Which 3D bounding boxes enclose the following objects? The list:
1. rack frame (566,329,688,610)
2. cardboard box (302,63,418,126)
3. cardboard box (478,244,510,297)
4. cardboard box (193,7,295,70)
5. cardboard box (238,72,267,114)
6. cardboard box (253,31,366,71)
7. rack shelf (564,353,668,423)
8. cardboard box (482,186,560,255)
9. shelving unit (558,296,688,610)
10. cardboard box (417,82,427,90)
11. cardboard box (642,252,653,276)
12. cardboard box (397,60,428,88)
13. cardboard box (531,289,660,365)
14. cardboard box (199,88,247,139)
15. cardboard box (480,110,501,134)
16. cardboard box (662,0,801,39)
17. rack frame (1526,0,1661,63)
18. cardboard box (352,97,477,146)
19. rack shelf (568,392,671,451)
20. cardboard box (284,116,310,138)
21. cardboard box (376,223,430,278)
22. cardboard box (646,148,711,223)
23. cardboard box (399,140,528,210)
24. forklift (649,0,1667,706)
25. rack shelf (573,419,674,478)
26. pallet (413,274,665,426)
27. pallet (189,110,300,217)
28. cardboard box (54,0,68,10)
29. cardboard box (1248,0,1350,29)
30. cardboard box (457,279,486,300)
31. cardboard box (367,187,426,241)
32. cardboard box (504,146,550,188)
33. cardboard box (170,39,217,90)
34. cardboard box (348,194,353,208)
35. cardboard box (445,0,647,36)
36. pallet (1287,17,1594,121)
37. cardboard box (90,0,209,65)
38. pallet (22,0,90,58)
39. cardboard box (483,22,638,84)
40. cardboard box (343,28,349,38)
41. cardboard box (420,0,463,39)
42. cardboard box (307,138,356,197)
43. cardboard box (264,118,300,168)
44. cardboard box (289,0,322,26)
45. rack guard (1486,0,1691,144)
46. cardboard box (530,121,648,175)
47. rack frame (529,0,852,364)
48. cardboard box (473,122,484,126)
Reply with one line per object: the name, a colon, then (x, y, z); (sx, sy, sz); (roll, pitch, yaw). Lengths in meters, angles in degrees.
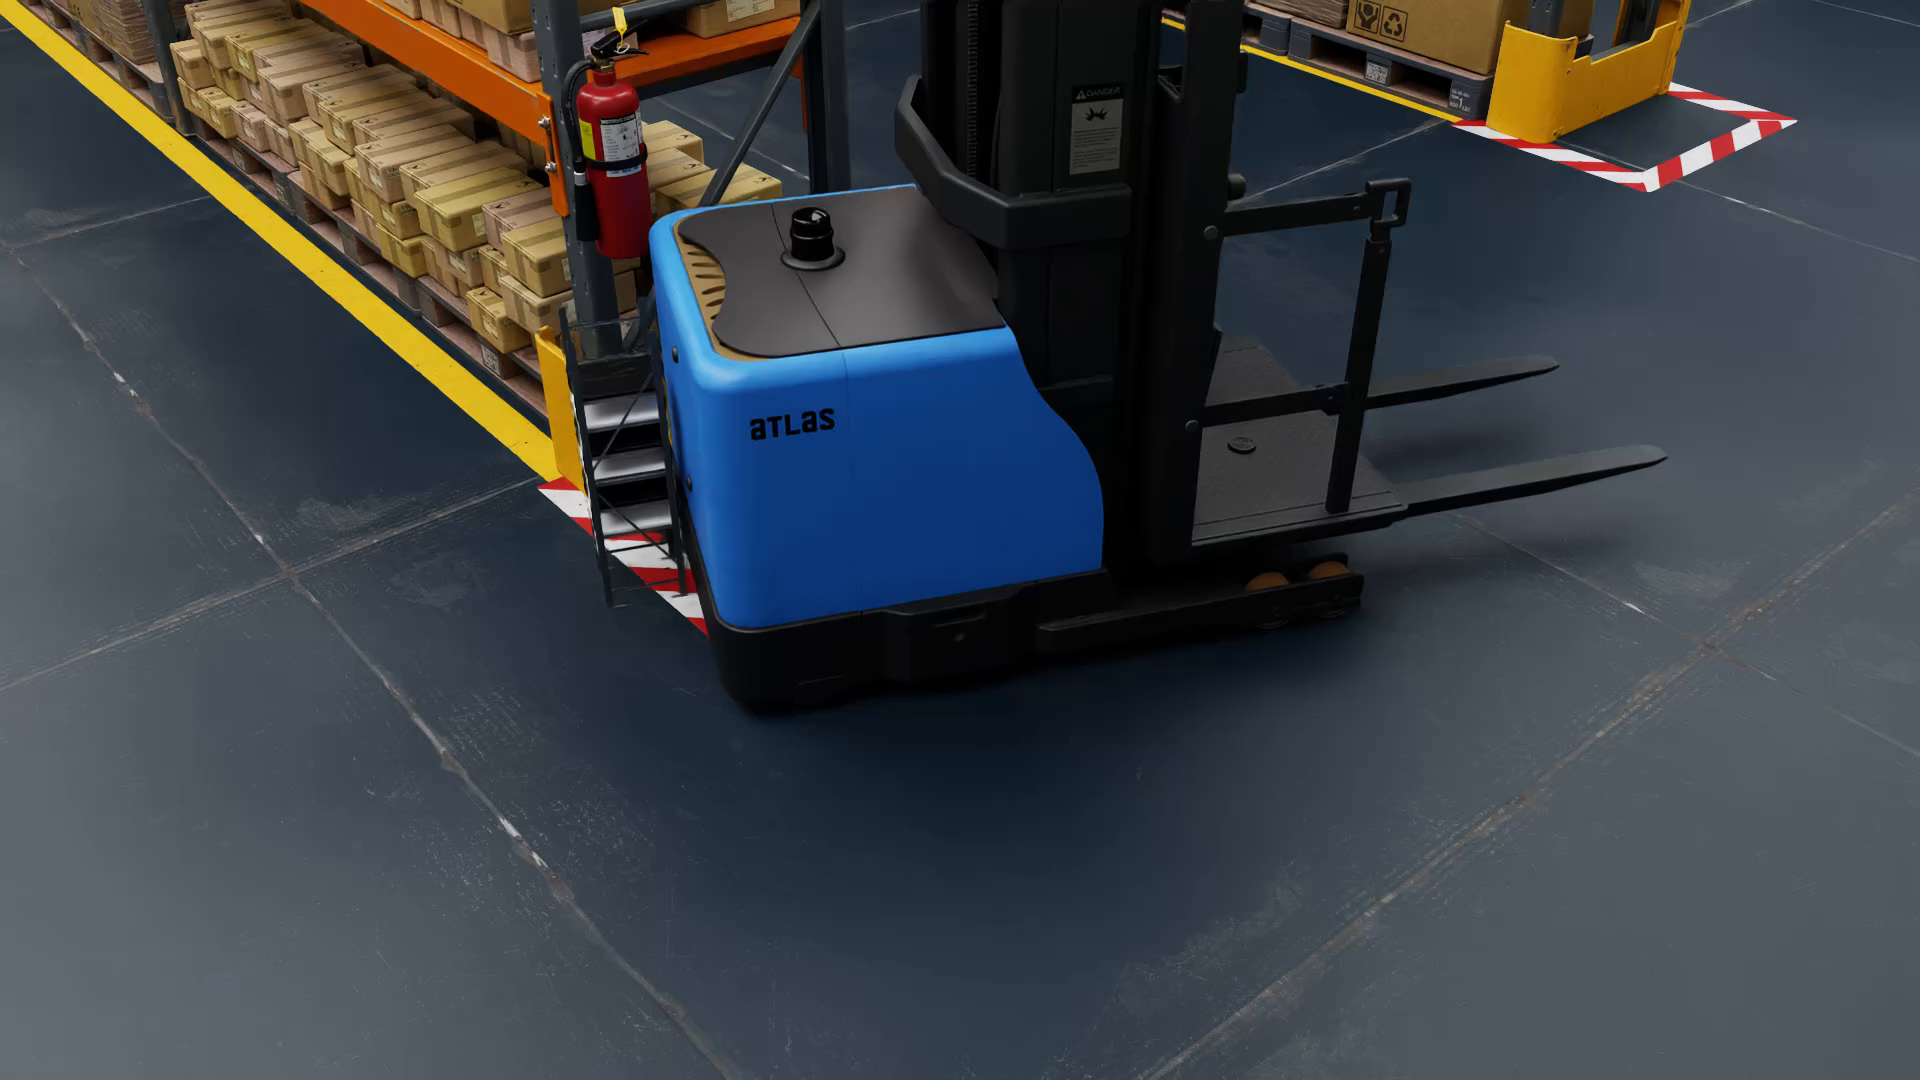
rack frame: (-0.936, -0.181, 4.727); (0.240, 0.900, 0.006); (-10, 37, -14)
cardboard box: (-2.436, -1.801, 6.786); (0.380, 0.149, 0.250); (-28, 44, -34)
cardboard box: (-1.465, -0.981, 5.886); (0.380, 0.149, 0.250); (-27, 43, -33)
cardboard box: (-3.163, -2.233, 7.397); (0.380, 0.149, 0.250); (-24, 42, -30)
cardboard box: (-2.954, -2.033, 7.372); (0.380, 0.149, 0.250); (-26, 43, -32)
cardboard box: (-2.777, -2.033, 7.114); (0.380, 0.149, 0.250); (-27, 43, -33)
rack shelf: (-0.967, -0.430, 4.669); (0.258, 0.077, 0.200); (-10, 37, -14)
cardboard box: (-1.432, -1.112, 5.813); (0.380, 0.149, 0.250); (-25, 42, -31)
shelving unit: (-0.967, -0.237, 4.806); (0.258, 0.900, 0.210); (-10, 37, -14)
cardboard box: (-2.277, -1.985, 7.304); (0.380, 0.149, 0.250); (-25, 42, -31)
cardboard box: (-0.921, -1.046, 5.978); (0.380, 0.149, 0.250); (-24, 42, -30)
cardboard box: (-2.217, -2.112, 7.226); (0.380, 0.149, 0.250); (-28, 44, -34)
cardboard box: (-1.278, -0.752, 5.820); (0.380, 0.149, 0.250); (-25, 42, -31)
cardboard box: (-3.199, -1.966, 7.533); (0.380, 0.149, 0.250); (-25, 42, -31)
cardboard box: (-1.722, -1.772, 6.745); (0.380, 0.149, 0.250); (-25, 42, -31)
cardboard box: (-0.737, -1.752, 5.346); (0.380, 0.149, 0.250); (-26, 43, -32)
rack frame: (3.076, -3.395, 7.448); (1.000, 3.000, 0.127); (-26, 43, -32)
cardboard box: (-2.116, -1.573, 6.464); (0.380, 0.149, 0.250); (-28, 44, -33)
rack shelf: (-0.967, -0.357, 4.721); (0.258, 0.077, 0.200); (-10, 37, -14)
cardboard box: (-2.622, -1.783, 7.018); (0.380, 0.149, 0.250); (-24, 42, -30)
cardboard box: (-2.007, -1.170, 6.410); (0.380, 0.149, 0.250); (-28, 44, -34)
cardboard box: (-1.127, -1.275, 6.044); (0.380, 0.149, 0.250); (-25, 42, -31)
cardboard box: (-1.815, -1.317, 6.103); (0.380, 0.149, 0.250); (-28, 44, -33)
forklift: (0.684, -1.219, 4.435); (3.031, 2.935, 1.130); (-10, 36, -13)
rack shelf: (-0.967, -0.283, 4.773); (0.258, 0.077, 0.200); (-10, 37, -14)
pallet: (-1.325, -0.857, 6.278); (1.003, 0.211, 1.213); (-26, 43, -32)
pallet: (-2.899, -1.934, 7.799); (1.003, 0.211, 1.213); (-26, 43, -32)
cardboard box: (-4.688, -3.195, 8.965); (0.500, 0.500, 0.500); (-27, 43, -33)
cardboard box: (2.014, -3.354, 8.865); (0.875, 0.875, 0.875); (-26, 43, -32)
cardboard box: (-1.626, -0.977, 6.137); (0.380, 0.149, 0.250); (-26, 43, -32)
cardboard box: (-2.018, -1.298, 6.334); (0.380, 0.149, 0.250); (-25, 42, -31)
cardboard box: (-1.606, -1.499, 6.617); (0.380, 0.149, 0.250); (-28, 44, -34)
cardboard box: (-3.370, -2.206, 7.615); (0.380, 0.149, 0.250); (-24, 42, -30)
cardboard box: (-2.274, -1.438, 6.788); (0.380, 0.149, 0.250); (-25, 42, -31)
cardboard box: (-1.265, -1.854, 4.929); (0.500, 0.500, 0.500); (-25, 42, -31)
pallet: (2.500, -2.581, 8.712); (1.003, 0.211, 1.213); (-26, 43, -32)
cardboard box: (-4.030, -2.740, 8.323); (0.500, 0.500, 0.500); (-27, 43, -33)
pallet: (-4.655, -3.100, 9.444); (1.003, 0.211, 1.213); (-26, 43, -32)
cardboard box: (-1.205, -1.526, 5.026); (0.380, 0.149, 0.250); (-26, 43, -32)
cardboard box: (-2.570, -2.341, 7.549); (0.380, 0.149, 0.250); (-26, 43, -32)
cardboard box: (-1.510, -1.755, 5.349); (0.380, 0.149, 0.250); (-26, 43, -32)
cardboard box: (-2.368, -1.530, 6.660); (0.380, 0.149, 0.250); (-26, 43, -31)
cardboard box: (-2.797, -1.782, 7.274); (0.380, 0.149, 0.250); (-27, 43, -33)
cardboard box: (-2.931, -2.546, 7.839); (0.380, 0.149, 0.250); (-25, 42, -31)
rack guard: (3.091, -2.364, 8.156); (1.175, 0.500, 0.348); (-26, 43, -32)
cardboard box: (-1.415, -1.513, 6.380); (0.380, 0.149, 0.250); (-28, 44, -34)
rack frame: (-0.779, -1.590, 4.899); (1.000, 3.000, 0.127); (-26, 43, -32)
cardboard box: (-1.980, -1.726, 6.938); (0.380, 0.149, 0.250); (-24, 42, -30)
